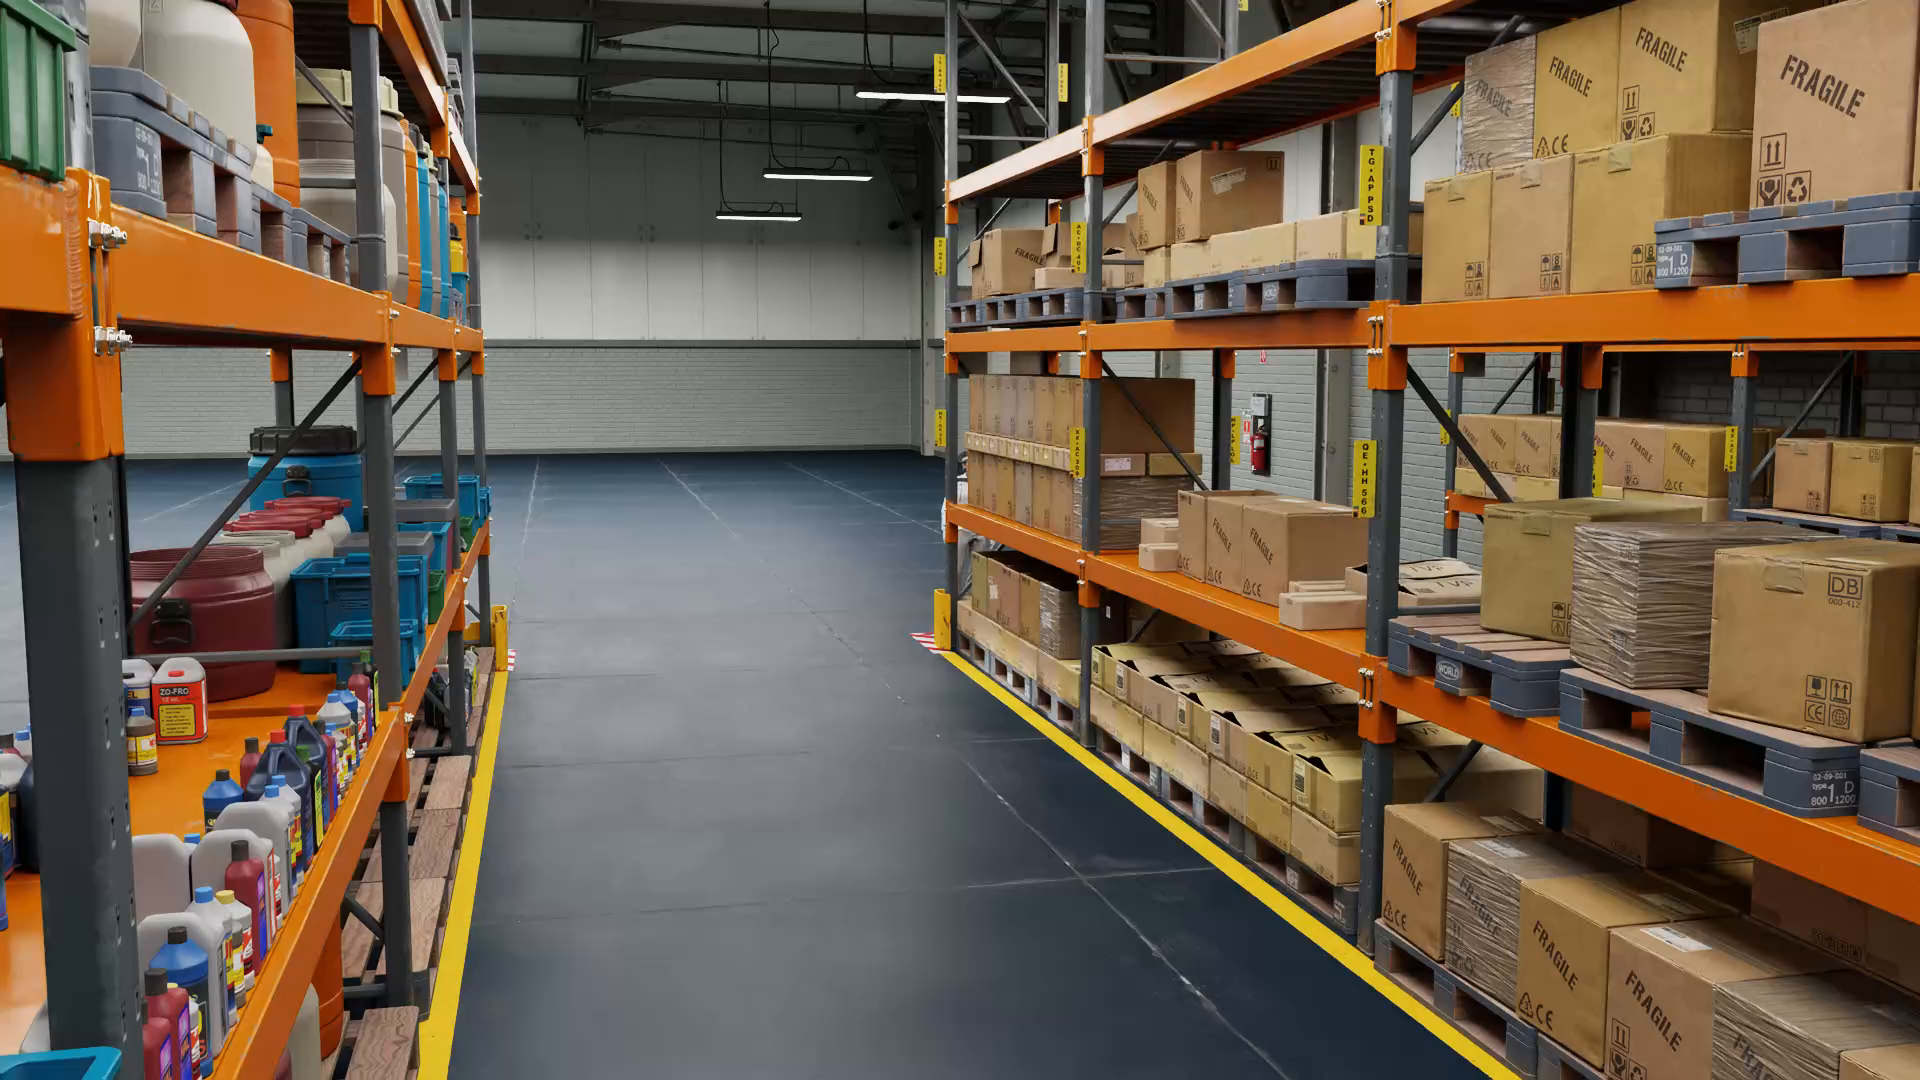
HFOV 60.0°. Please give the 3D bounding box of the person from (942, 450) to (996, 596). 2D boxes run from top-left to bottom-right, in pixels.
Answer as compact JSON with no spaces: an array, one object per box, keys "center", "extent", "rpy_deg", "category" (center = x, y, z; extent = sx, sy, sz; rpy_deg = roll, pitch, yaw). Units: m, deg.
[{"center":[0.106,-0.057,16.465],"extent":[0.588,1.697,0.533],"rpy_deg":[-2,6,-14],"category":"person"}]
